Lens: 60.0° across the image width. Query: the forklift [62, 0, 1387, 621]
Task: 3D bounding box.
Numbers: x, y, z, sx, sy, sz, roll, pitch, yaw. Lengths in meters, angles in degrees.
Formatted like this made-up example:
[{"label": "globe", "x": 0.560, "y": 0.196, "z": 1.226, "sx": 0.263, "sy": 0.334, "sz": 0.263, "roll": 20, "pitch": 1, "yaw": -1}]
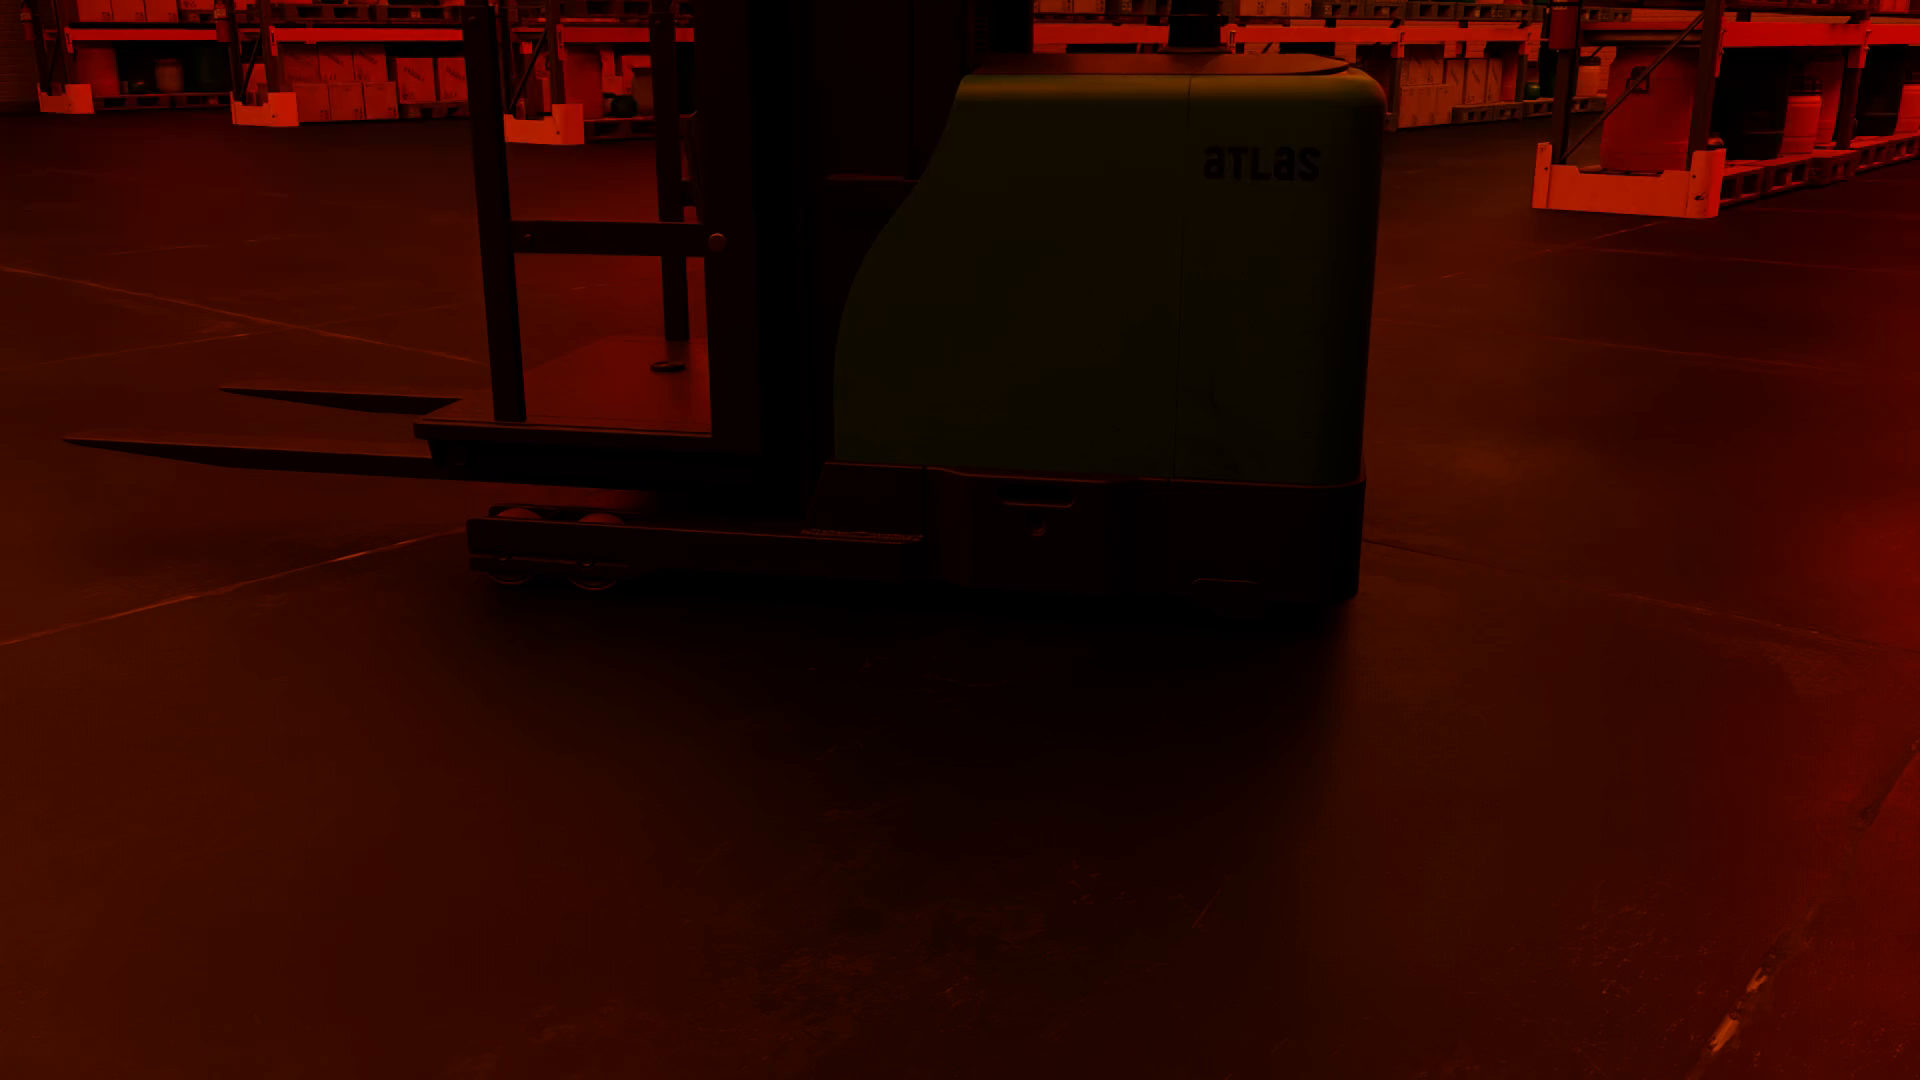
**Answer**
[{"label": "forklift", "x": -0.598, "y": -1.438, "z": 3.633, "sx": 3.031, "sy": 2.935, "sz": 1.130, "roll": 3, "pitch": 17, "yaw": 11}]
